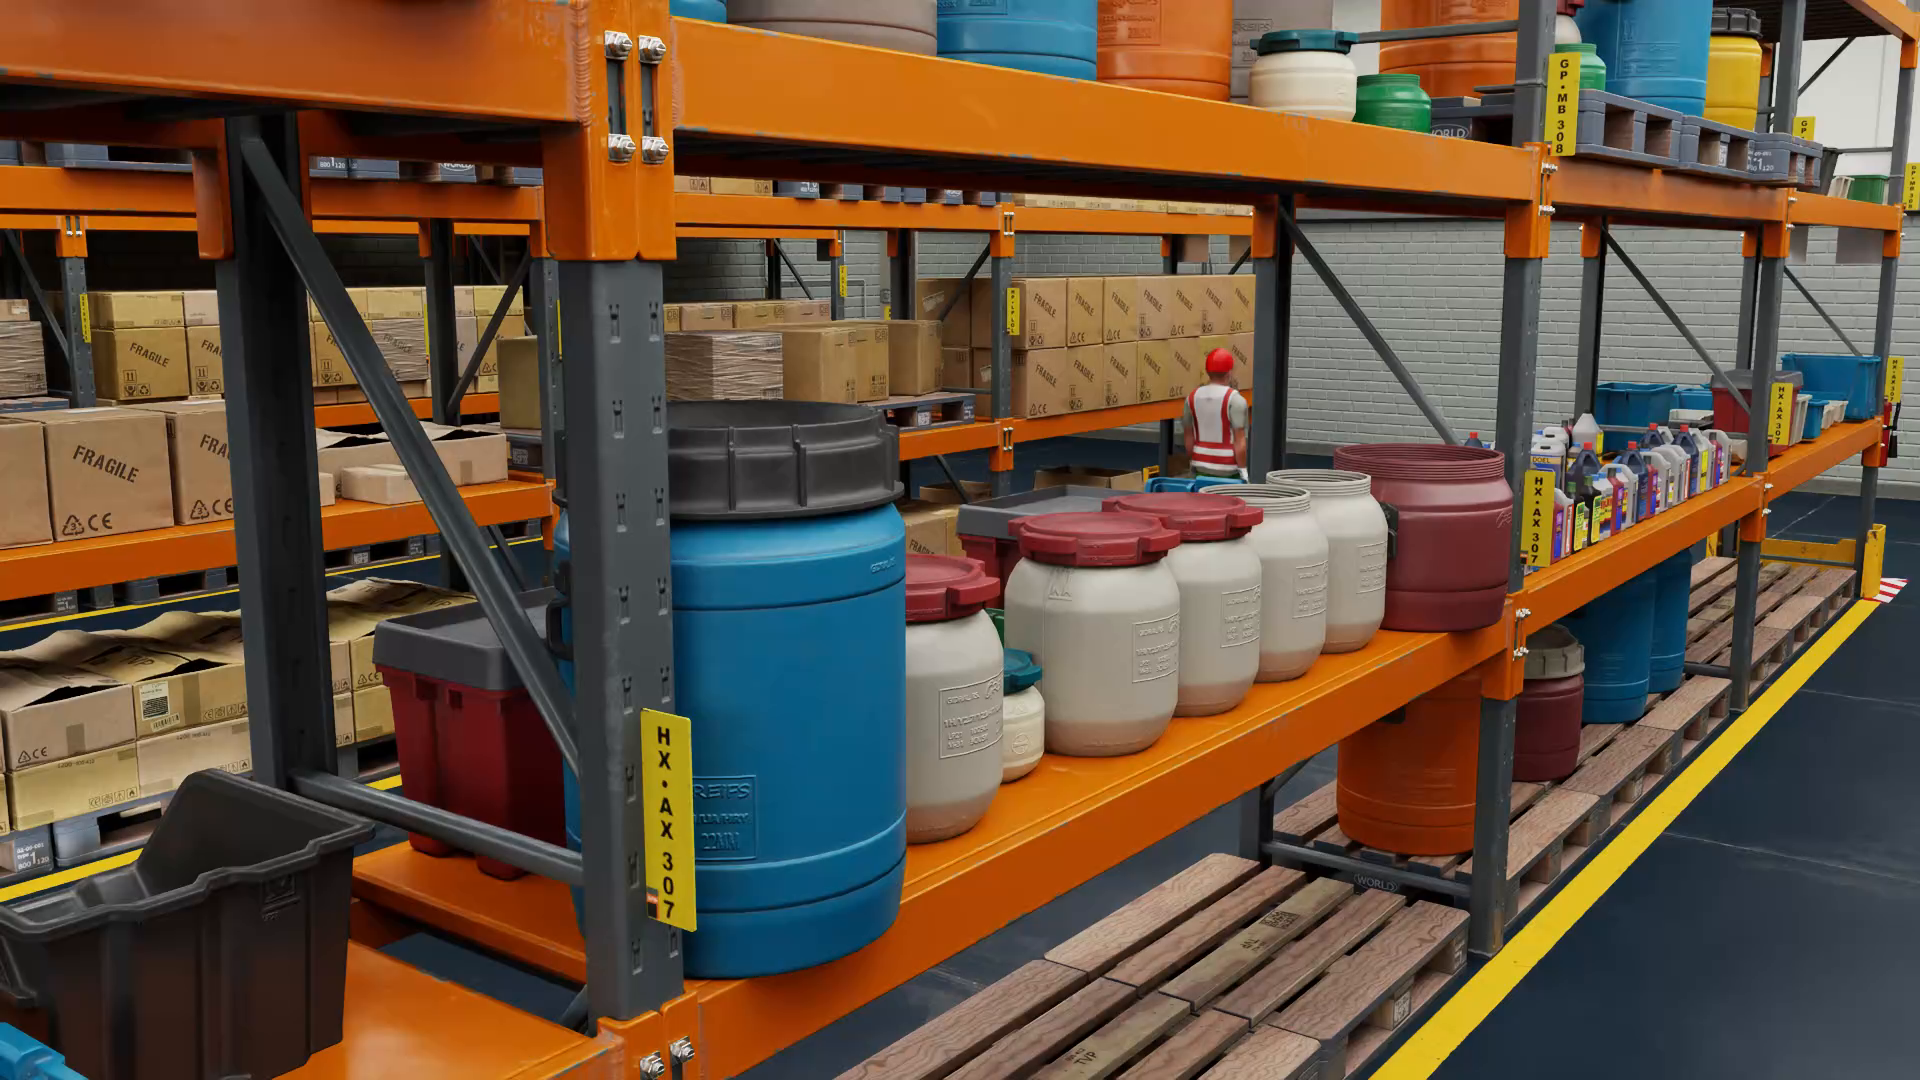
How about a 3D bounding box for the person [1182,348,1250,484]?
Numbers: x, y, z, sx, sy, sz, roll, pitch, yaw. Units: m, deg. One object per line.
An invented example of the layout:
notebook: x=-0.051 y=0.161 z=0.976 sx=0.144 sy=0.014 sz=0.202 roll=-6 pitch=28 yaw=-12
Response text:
person: x=1.934 y=-0.504 z=12.251 sx=0.589 sy=1.825 sz=0.491 roll=7 pitch=12 yaw=37
